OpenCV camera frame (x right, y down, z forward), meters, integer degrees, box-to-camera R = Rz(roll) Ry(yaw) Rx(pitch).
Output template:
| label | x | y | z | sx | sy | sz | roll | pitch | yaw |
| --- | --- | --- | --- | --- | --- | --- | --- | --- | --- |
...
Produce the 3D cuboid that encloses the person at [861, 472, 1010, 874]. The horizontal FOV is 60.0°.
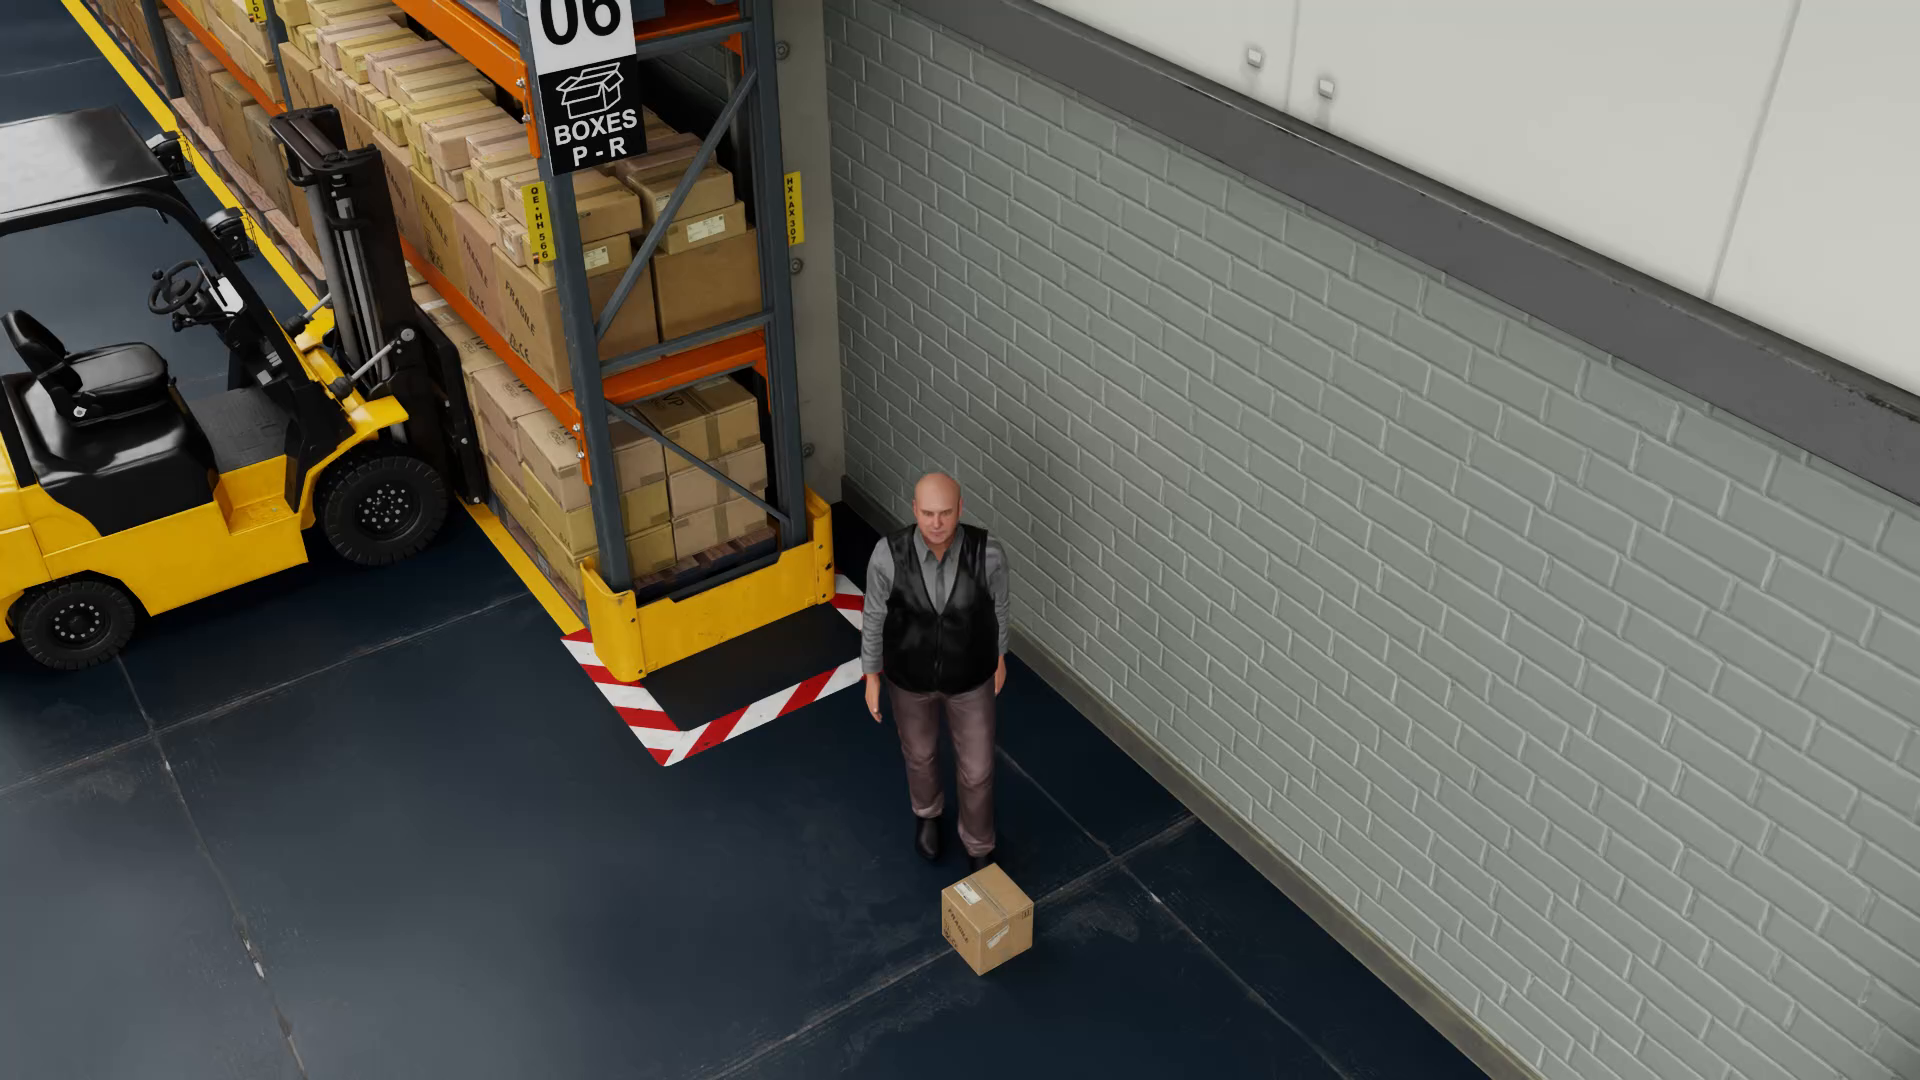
| label | x | y | z | sx | sy | sz | roll | pitch | yaw |
| --- | --- | --- | --- | --- | --- | --- | --- | --- | --- |
| person | -0.091 | 0.571 | 6.263 | 0.557 | 1.763 | 0.540 | 0 | 36 | 0 |
